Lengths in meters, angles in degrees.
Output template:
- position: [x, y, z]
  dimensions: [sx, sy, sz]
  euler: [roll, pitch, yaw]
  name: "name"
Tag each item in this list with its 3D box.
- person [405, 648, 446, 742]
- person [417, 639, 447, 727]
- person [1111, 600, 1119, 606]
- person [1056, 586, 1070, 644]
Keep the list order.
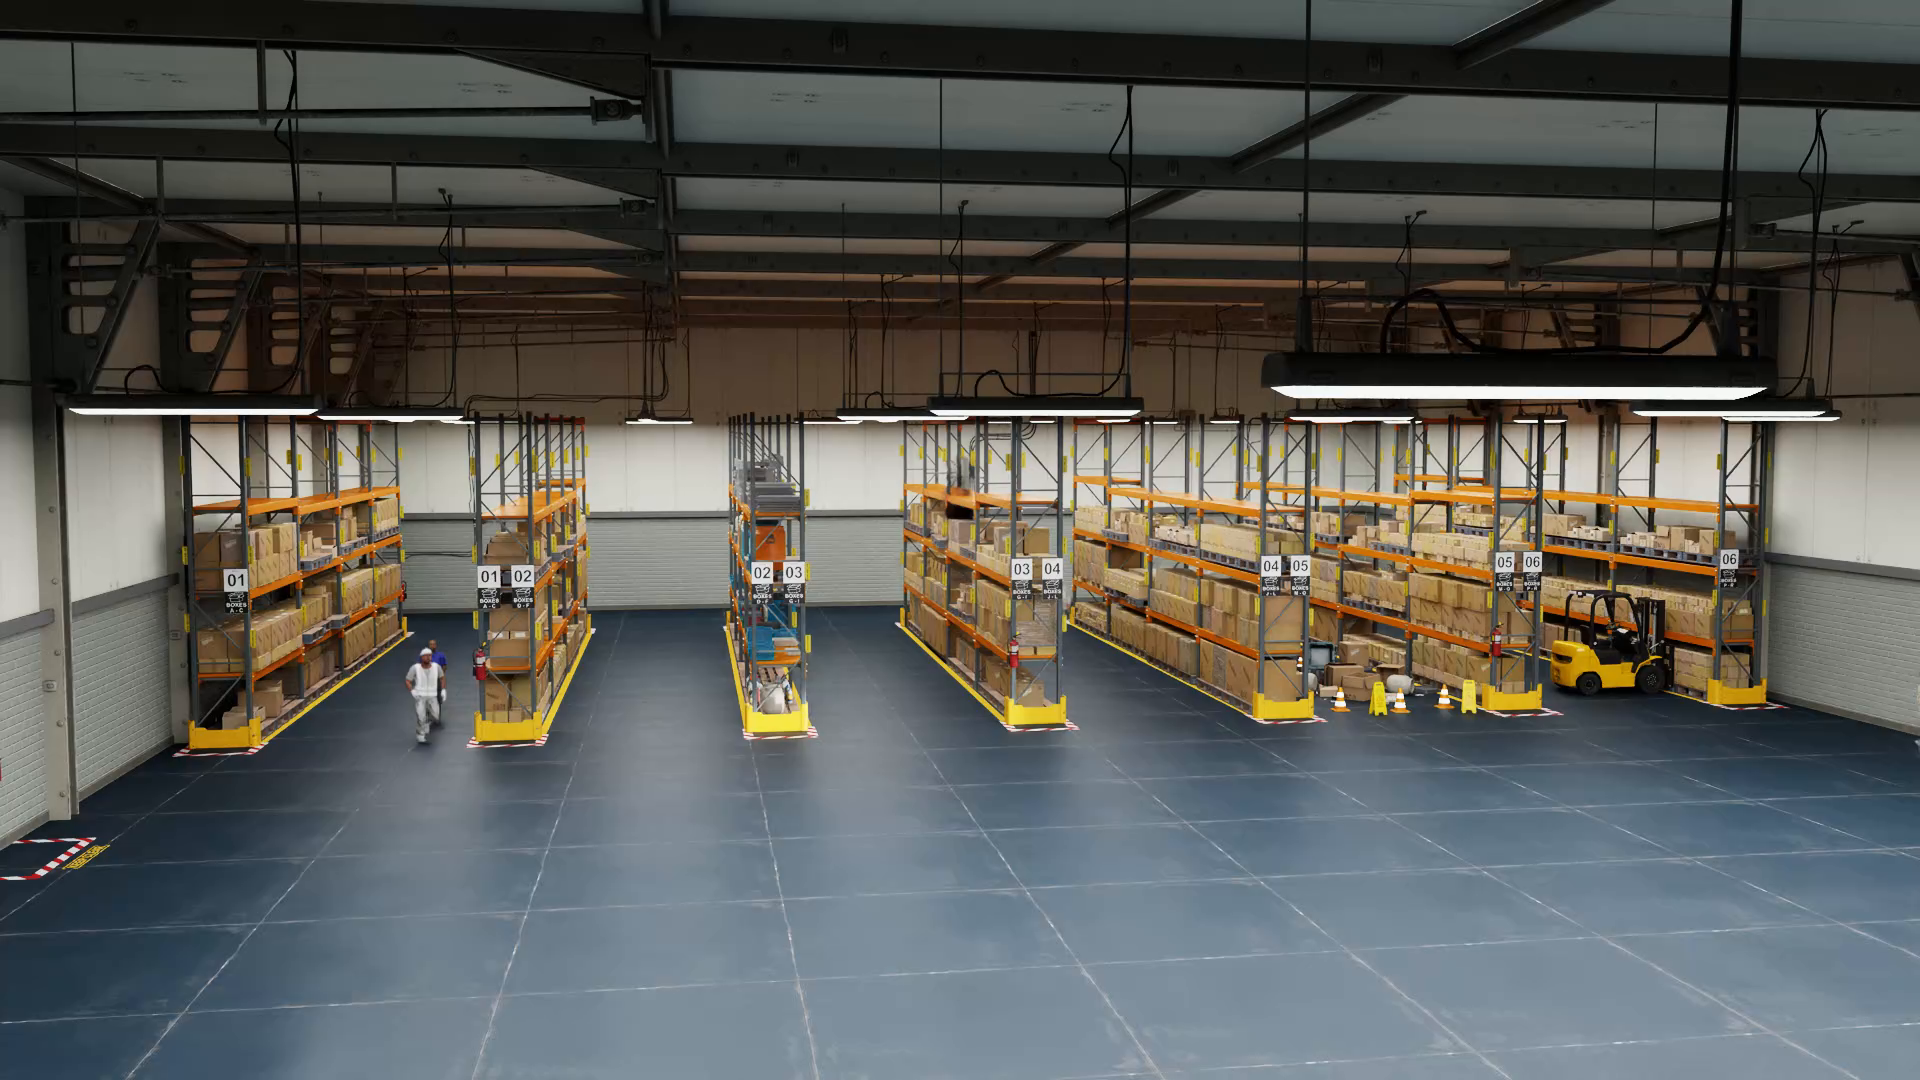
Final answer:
- position: [-9.683, 2.811, 30.146]
  dimensions: [0.728, 1.709, 0.592]
  euler: [-2, 5, -31]
  name: "person"
- position: [-10.106, 2.738, 31.847]
  dimensions: [0.542, 1.693, 0.705]
  euler: [-1, 4, -20]
  name: "person"
- position: [4.521, 1.422, 50.530]
  dimensions: [0.871, 1.723, 0.570]
  euler: [-2, 4, -29]
  name: "person"
- position: [2.470, 1.735, 41.699]
  dimensions: [0.691, 1.743, 0.553]
  euler: [-1, 4, -12]
  name: "person"
